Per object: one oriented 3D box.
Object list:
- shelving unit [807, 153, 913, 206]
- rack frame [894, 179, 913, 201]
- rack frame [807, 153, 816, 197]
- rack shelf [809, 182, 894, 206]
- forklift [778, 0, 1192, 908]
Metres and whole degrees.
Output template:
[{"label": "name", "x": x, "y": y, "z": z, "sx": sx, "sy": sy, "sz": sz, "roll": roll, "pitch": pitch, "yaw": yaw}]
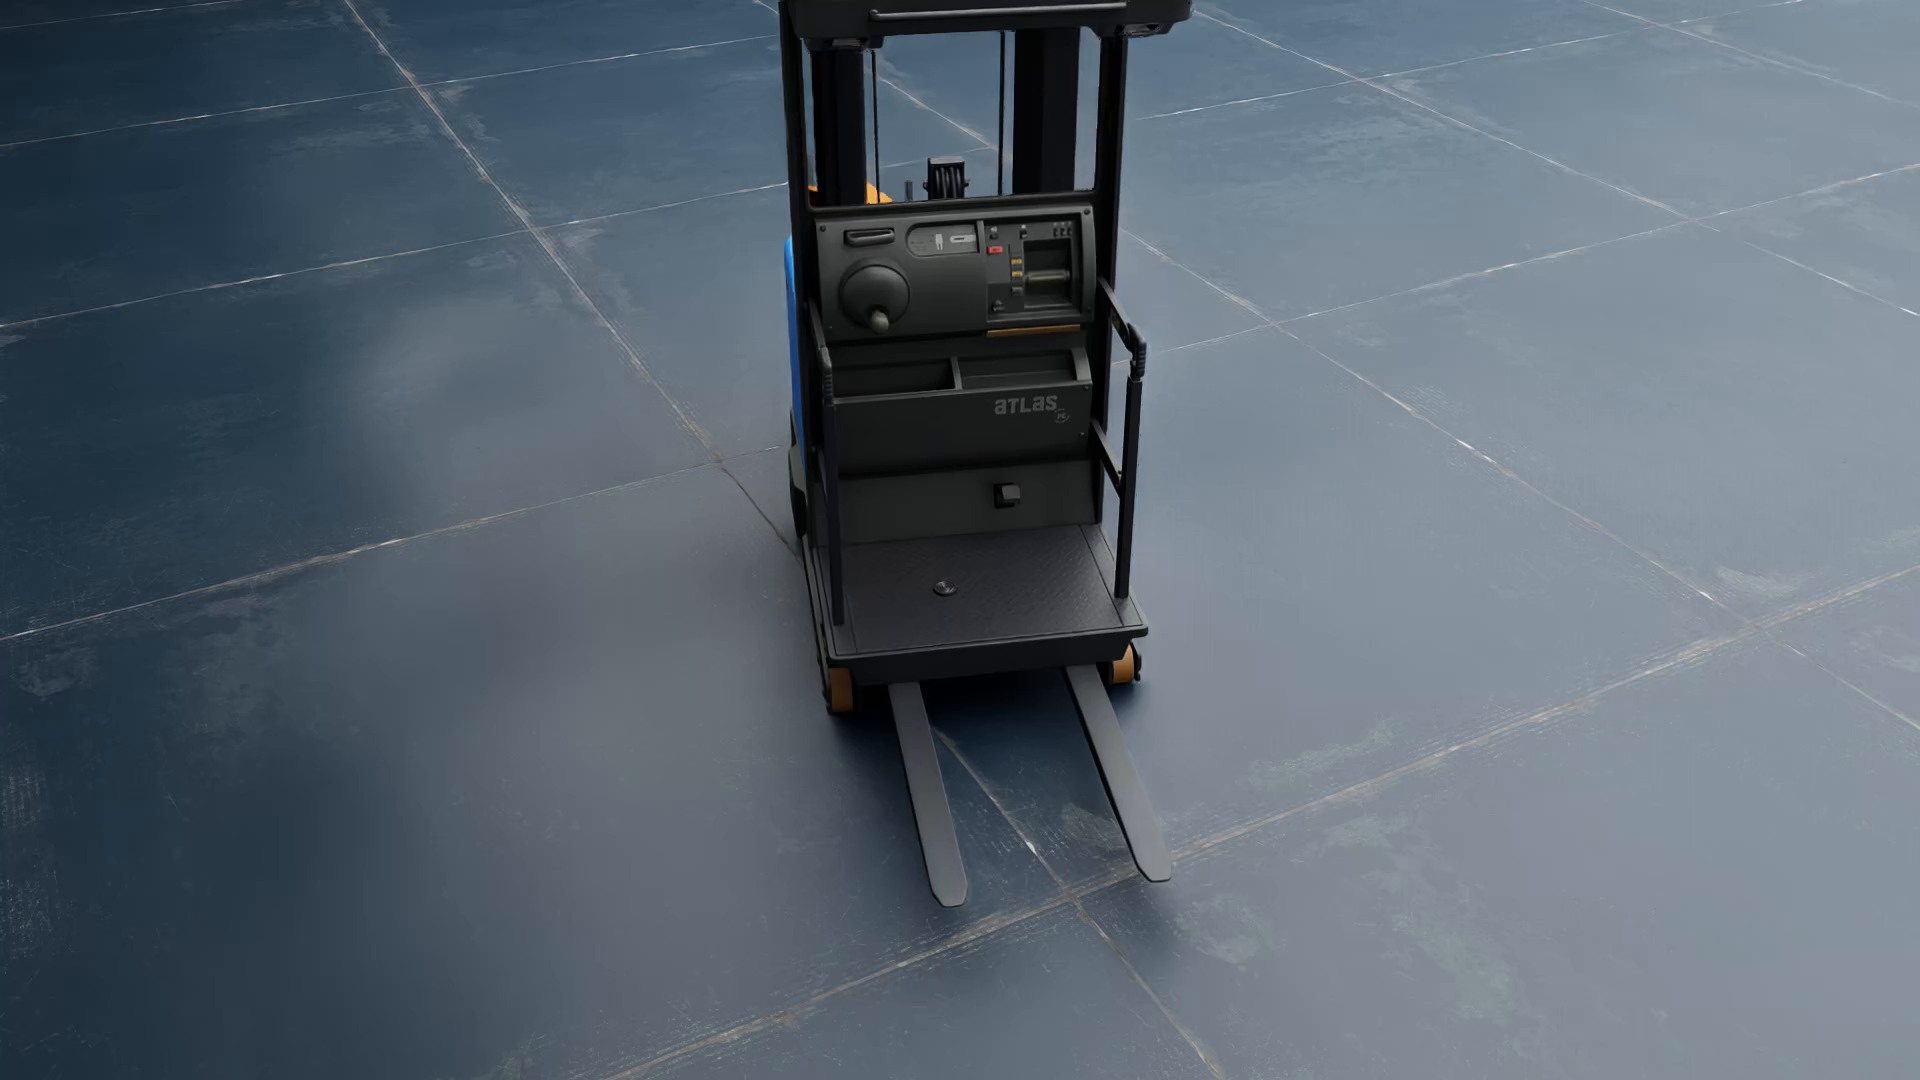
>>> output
[{"label": "shelving unit", "x": -0.423, "y": -1.061, "z": 7.294, "sx": 0.258, "sy": 1.200, "sz": 0.503, "roll": -17, "pitch": 36, "yaw": -25}, {"label": "rack frame", "x": -0.302, "y": -0.947, "z": 7.116, "sx": 0.240, "sy": 1.200, "sz": 0.015, "roll": -17, "pitch": 36, "yaw": -25}, {"label": "rack frame", "x": -0.545, "y": -1.175, "z": 7.472, "sx": 0.240, "sy": 1.200, "sz": 0.015, "roll": -17, "pitch": 36, "yaw": -25}, {"label": "rack shelf", "x": -0.423, "y": -1.392, "z": 7.082, "sx": 0.258, "sy": 0.148, "sz": 0.480, "roll": -17, "pitch": 36, "yaw": -25}, {"label": "forklift", "x": 0.030, "y": -0.841, "z": 5.345, "sx": 1.130, "sy": 2.935, "sz": 3.031, "roll": -5, "pitch": 33, "yaw": -8}]
